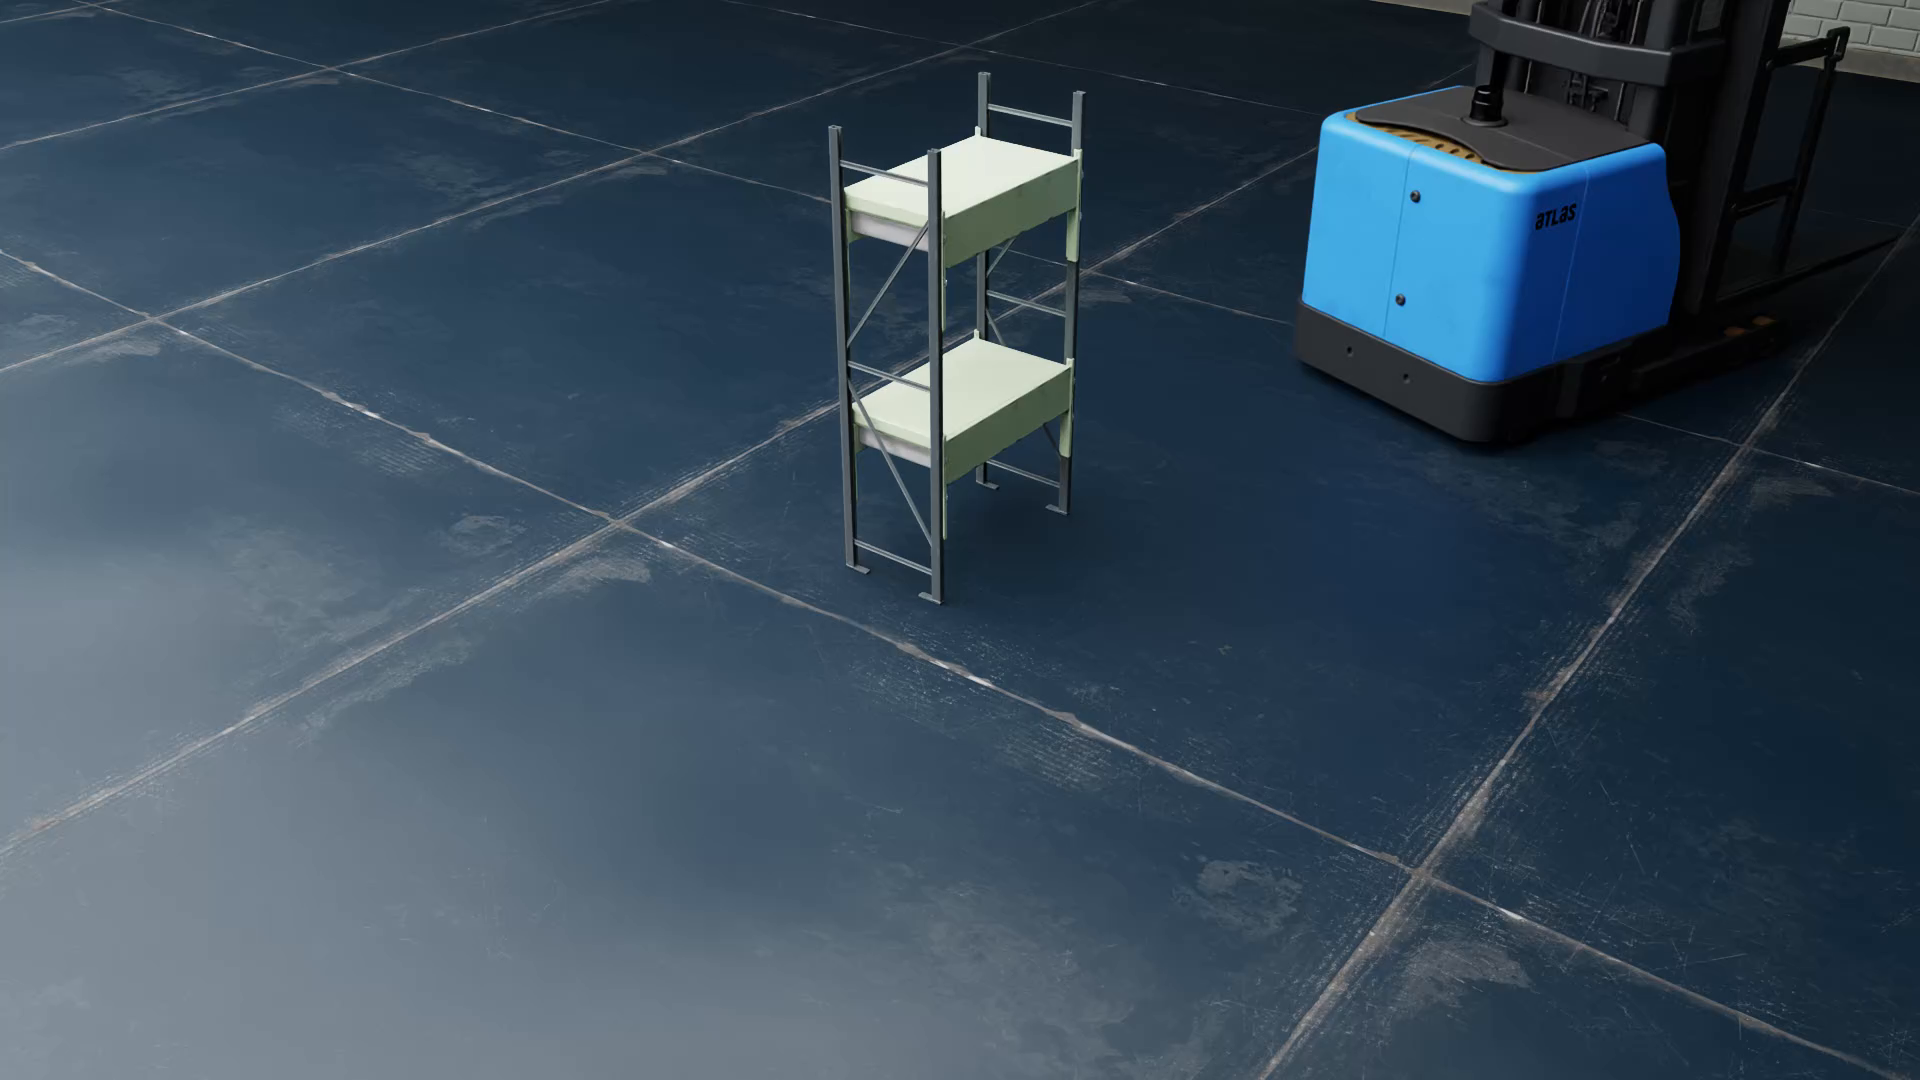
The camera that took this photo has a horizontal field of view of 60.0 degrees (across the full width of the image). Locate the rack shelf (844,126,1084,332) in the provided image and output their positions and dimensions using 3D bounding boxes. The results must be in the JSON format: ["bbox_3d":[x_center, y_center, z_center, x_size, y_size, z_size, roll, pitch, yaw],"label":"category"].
[{"bbox_3d":[0.004,-0.984,5.173,0.431,0.370,0.720,21,37,31],"label":"rack shelf"}]

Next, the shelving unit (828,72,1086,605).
[{"bbox_3d":[0.004,-0.648,5.372,0.431,1.500,0.755,21,37,31],"label":"shelving unit"}]

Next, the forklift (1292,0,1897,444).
[{"bbox_3d":[2.893,-2.193,6.575,3.031,2.935,1.130,-19,35,-28],"label":"forklift"}]

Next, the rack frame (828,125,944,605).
[{"bbox_3d":[-0.217,-0.499,5.121,0.400,1.500,0.023,21,37,31],"label":"rack frame"}]

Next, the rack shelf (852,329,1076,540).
[{"bbox_3d":[0.004,-0.367,5.538,0.431,0.370,0.720,21,37,31],"label":"rack shelf"}]

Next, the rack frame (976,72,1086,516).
[{"bbox_3d":[0.225,-0.797,5.623,0.400,1.500,0.023,21,37,31],"label":"rack frame"}]
